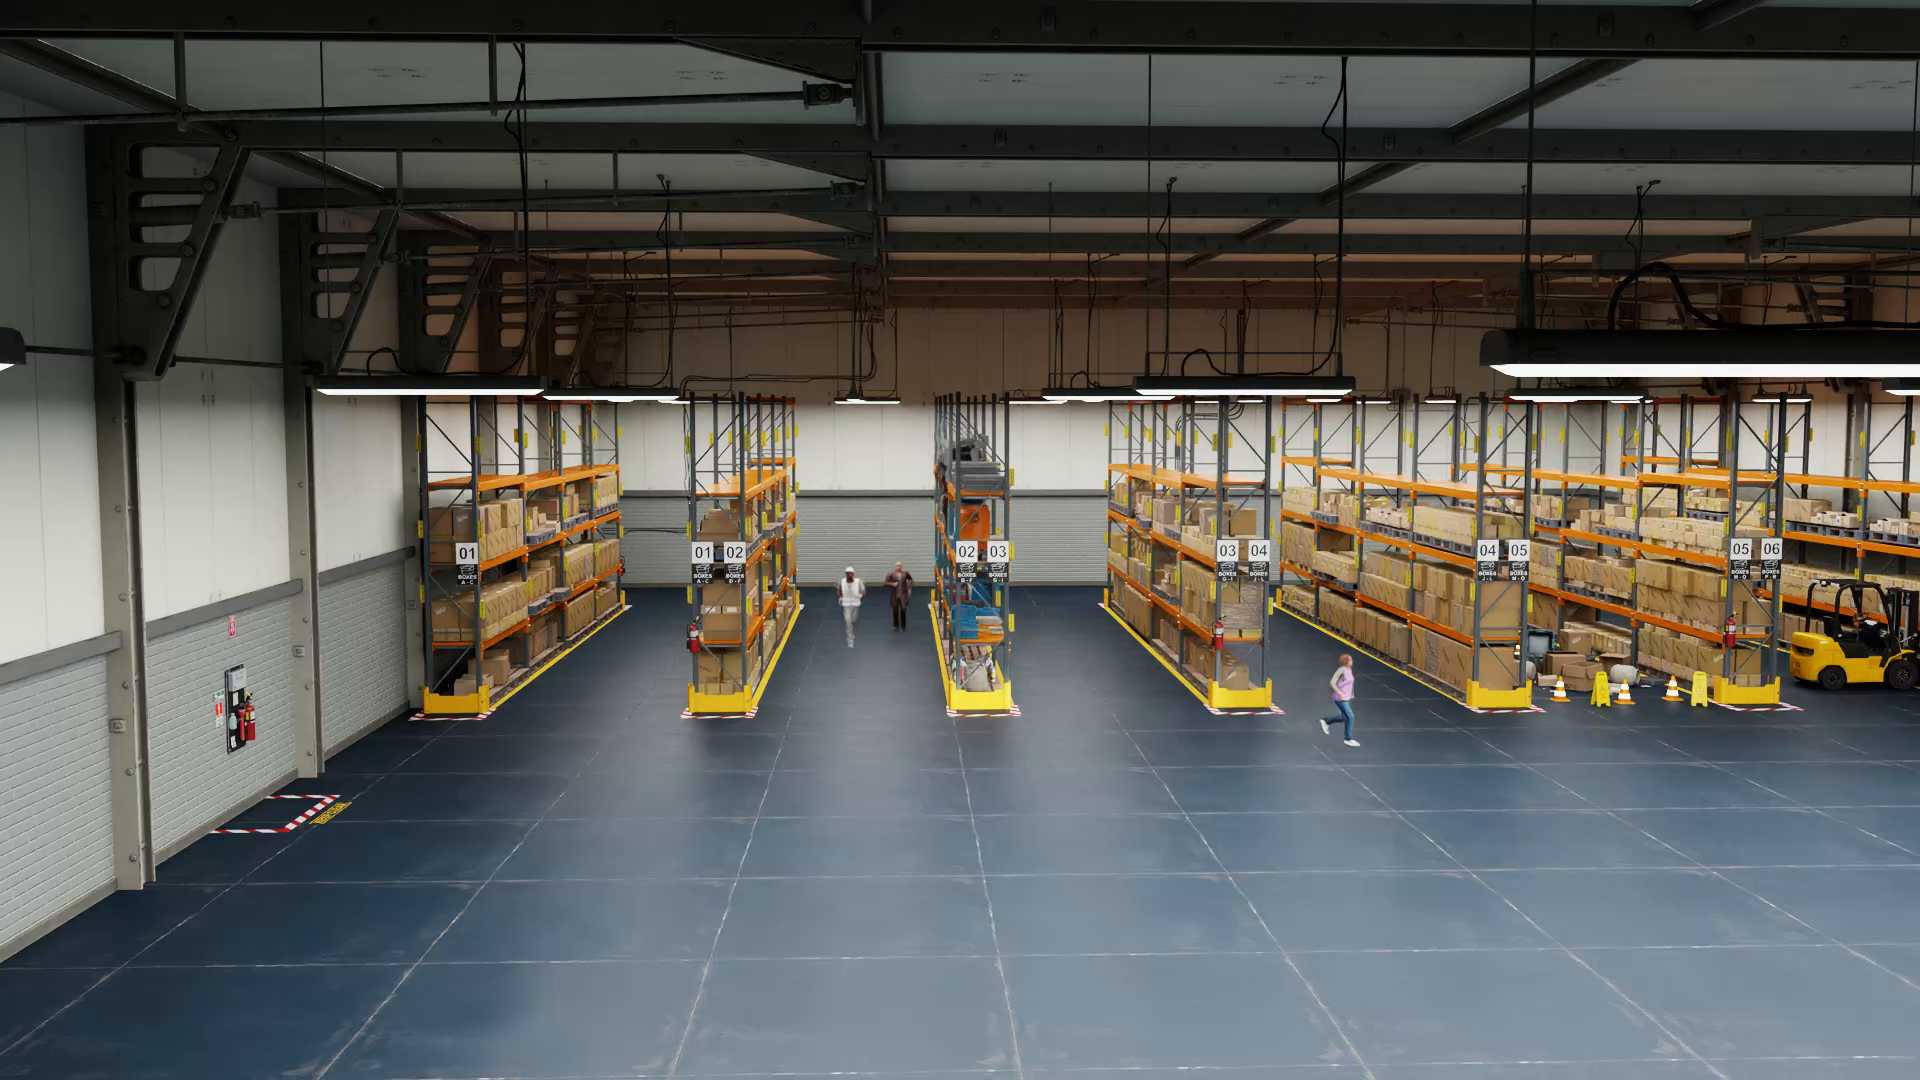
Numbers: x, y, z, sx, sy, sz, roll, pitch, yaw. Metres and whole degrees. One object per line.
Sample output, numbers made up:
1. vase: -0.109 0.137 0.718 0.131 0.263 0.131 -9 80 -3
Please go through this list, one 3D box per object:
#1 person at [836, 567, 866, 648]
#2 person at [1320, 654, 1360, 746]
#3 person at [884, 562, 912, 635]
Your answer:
1. person: -2.464 1.519 37.800 0.669 1.809 0.843 -1 5 -7
2. person: 6.427 2.699 28.177 0.695 1.576 0.559 3 6 35
3. person: -1.559 1.467 42.061 0.725 1.856 0.858 0 5 -5
